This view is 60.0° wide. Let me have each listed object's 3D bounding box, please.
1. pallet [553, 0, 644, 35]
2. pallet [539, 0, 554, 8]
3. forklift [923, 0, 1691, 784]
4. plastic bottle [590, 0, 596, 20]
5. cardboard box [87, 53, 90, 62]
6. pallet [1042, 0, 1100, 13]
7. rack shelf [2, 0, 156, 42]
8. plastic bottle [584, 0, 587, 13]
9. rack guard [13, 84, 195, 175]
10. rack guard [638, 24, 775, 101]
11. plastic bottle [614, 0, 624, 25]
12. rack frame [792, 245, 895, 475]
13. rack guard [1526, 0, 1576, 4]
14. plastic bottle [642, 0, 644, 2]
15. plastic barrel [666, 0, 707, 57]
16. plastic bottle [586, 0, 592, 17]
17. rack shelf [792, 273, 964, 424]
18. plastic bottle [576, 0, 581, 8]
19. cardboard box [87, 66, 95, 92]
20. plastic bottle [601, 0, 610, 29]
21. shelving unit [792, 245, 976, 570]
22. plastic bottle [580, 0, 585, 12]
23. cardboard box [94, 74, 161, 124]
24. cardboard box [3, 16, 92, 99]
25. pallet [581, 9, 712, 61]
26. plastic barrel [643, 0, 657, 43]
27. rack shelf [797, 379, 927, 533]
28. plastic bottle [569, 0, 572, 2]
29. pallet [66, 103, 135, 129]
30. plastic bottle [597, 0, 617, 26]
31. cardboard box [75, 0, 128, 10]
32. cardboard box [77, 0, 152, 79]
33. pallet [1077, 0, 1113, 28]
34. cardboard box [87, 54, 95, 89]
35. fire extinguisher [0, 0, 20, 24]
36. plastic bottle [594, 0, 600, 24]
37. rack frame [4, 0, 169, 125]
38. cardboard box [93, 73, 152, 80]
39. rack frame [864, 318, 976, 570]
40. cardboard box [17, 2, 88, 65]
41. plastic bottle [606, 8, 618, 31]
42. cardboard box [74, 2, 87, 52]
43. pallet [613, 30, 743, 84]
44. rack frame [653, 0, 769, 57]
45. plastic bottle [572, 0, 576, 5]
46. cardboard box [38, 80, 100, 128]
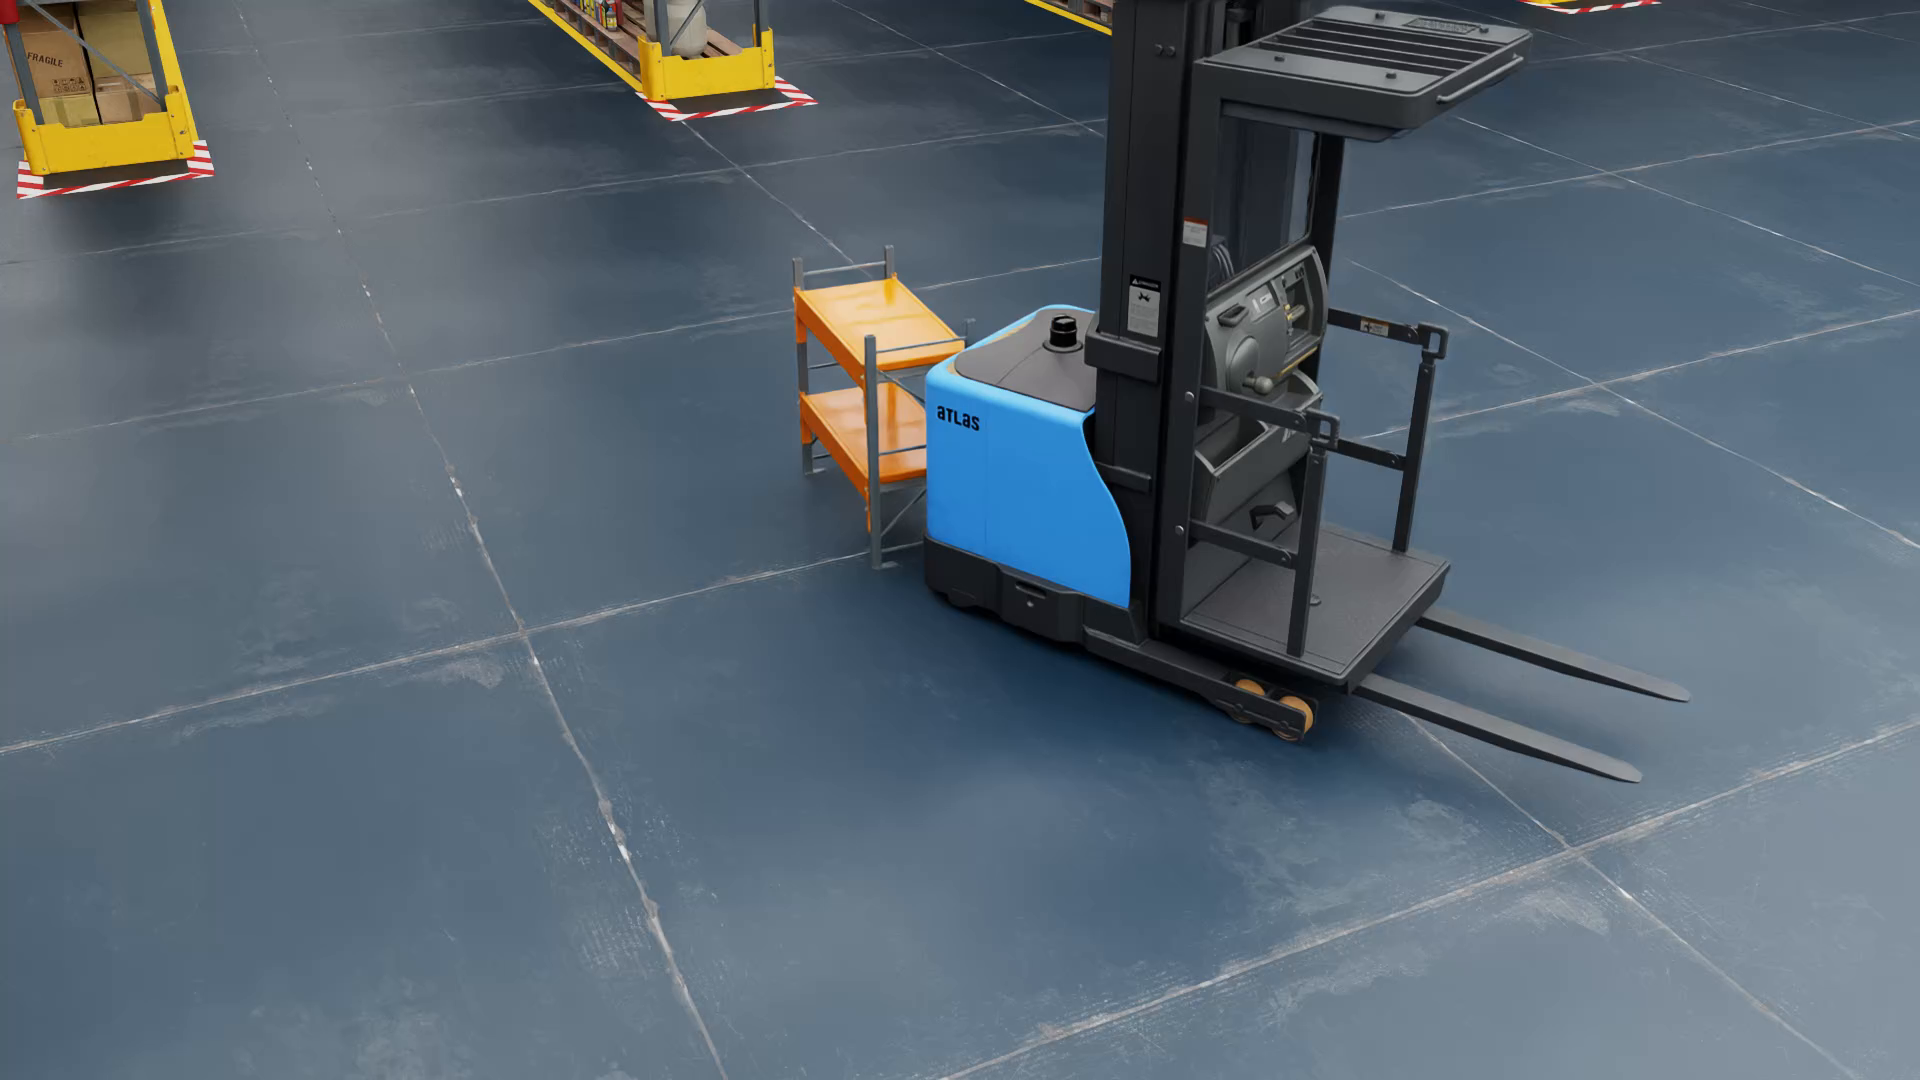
[{"bbox_3d":[-3.647,-5.584,17.492,1.003,0.211,1.213,-13,32,-22],"label":"pallet"},{"bbox_3d":[-4.270,-6.228,18.641,1.003,0.211,1.213,-13,32,-22],"label":"pallet"},{"bbox_3d":[1.333,-0.805,6.190,3.031,2.935,1.130,20,35,31],"label":"forklift"},{"bbox_3d":[-3.583,-5.345,16.474,0.144,0.351,0.185,-12,31,-20],"label":"plastic bottle"},{"bbox_3d":[-7.808,-4.119,14.411,0.500,0.250,0.500,-13,32,-22],"label":"cardboard box"},{"bbox_3d":[1.424,-6.101,18.414,1.003,0.211,1.213,-13,32,-22],"label":"pallet"},{"bbox_3d":[-7.514,-4.870,14.104,1.077,0.370,4.000,-13,32,-22],"label":"rack shelf"},{"bbox_3d":[-3.745,-5.420,16.760,0.097,0.201,0.097,0,29,0],"label":"plastic bottle"},{"bbox_3d":[-6.645,-3.200,12.945,1.175,0.500,0.348,-13,32,-22],"label":"rack guard"},{"bbox_3d":[-2.256,-4.272,14.858,1.175,0.500,0.348,-13,32,-22],"label":"rack guard"},{"bbox_3d":[-3.352,-5.205,16.293,0.061,0.283,0.133,-13,32,-22],"label":"plastic bottle"},{"bbox_3d":[-0.552,-0.869,8.150,0.500,1.125,0.032,-11,31,-19],"label":"rack frame"},{"bbox_3d":[6.826,-6.275,18.429,1.175,0.500,0.348,-13,32,-22],"label":"rack guard"},{"bbox_3d":[-3.221,-5.629,17.048,0.061,0.283,0.133,-13,32,-22],"label":"plastic bottle"},{"bbox_3d":[-2.532,-4.712,15.200,0.421,0.512,0.421,0,29,0],"label":"plastic barrel"},{"bbox_3d":[-3.662,-5.427,16.621,0.144,0.351,0.185,-13,32,-22],"label":"plastic bottle"},{"bbox_3d":[-0.359,-0.895,7.597,0.538,0.278,1.000,-11,31,-19],"label":"rack shelf"},{"bbox_3d":[-3.845,-5.615,16.955,0.144,0.351,0.185,-15,32,-24],"label":"plastic bottle"},{"bbox_3d":[-7.378,-3.677,13.623,0.500,0.250,0.500,-13,32,-22],"label":"cardboard box"},{"bbox_3d":[-3.432,-5.113,16.129,0.061,0.283,0.133,-12,32,-21],"label":"plastic bottle"},{"bbox_3d":[-0.359,-0.639,7.740,0.538,1.125,1.048,-11,31,-19],"label":"shelving unit"},{"bbox_3d":[-3.812,-5.504,16.826,0.061,0.283,0.133,-12,31,-20],"label":"plastic bottle"},{"bbox_3d":[-6.685,-3.568,13.428,0.500,0.250,0.500,-13,32,-22],"label":"cardboard box"},{"bbox_3d":[-7.155,-3.786,13.050,0.500,0.500,0.500,-13,32,-22],"label":"cardboard box"},{"bbox_3d":[-3.119,-5.044,16.530,1.003,0.211,1.213,-13,32,-22],"label":"pallet"},{"bbox_3d":[-2.747,-4.933,15.595,0.421,0.512,0.421,0,29,0],"label":"plastic barrel"},{"bbox_3d":[-0.359,-0.426,7.860,0.538,0.278,1.000,-11,31,-19],"label":"rack shelf"},{"bbox_3d":[-3.993,-5.740,17.254,0.152,0.276,0.135,-12,31,-20],"label":"plastic bottle"},{"bbox_3d":[-7.022,-3.413,13.621,1.003,0.211,1.213,-13,32,-22],"label":"pallet"},{"bbox_3d":[-3.448,-5.179,16.254,0.152,0.276,0.135,-13,32,-22],"label":"plastic bottle"},{"bbox_3d":[-7.128,-4.334,14.027,0.500,0.500,0.500,-13,32,-22],"label":"cardboard box"},{"bbox_3d":[-6.901,-4.115,13.638,0.500,0.500,0.500,-13,32,-22],"label":"cardboard box"},{"bbox_3d":[1.943,-5.562,17.454,1.003,0.211,1.213,-13,32,-22],"label":"pallet"},{"bbox_3d":[-7.595,-3.898,14.016,0.500,0.250,0.500,-13,32,-22],"label":"cardboard box"},{"bbox_3d":[-7.025,-4.117,12.104,0.296,0.674,0.183,-13,32,-22],"label":"fire extinguisher"},{"bbox_3d":[-3.508,-5.240,16.363,0.152,0.276,0.135,-14,32,-23],"label":"plastic bottle"},{"bbox_3d":[-6.656,-4.300,12.352,1.000,3.000,0.127,-13,32,-22],"label":"rack frame"},{"bbox_3d":[-6.903,-3.788,13.820,0.500,0.250,0.500,-13,32,-22],"label":"cardboard box"},{"bbox_3d":[-0.167,-0.409,7.330,0.500,1.125,0.032,-11,31,-19],"label":"rack frame"},{"bbox_3d":[-7.597,-4.224,13.832,0.500,0.500,0.500,-13,32,-22],"label":"cardboard box"},{"bbox_3d":[-3.365,-5.029,16.064,0.097,0.201,0.097,0,29,0],"label":"plastic bottle"},{"bbox_3d":[-7.811,-4.446,14.226,0.500,0.500,0.500,-13,32,-22],"label":"cardboard box"},{"bbox_3d":[-2.600,-4.506,15.570,1.003,0.211,1.213,-13,32,-22],"label":"pallet"},{"bbox_3d":[-2.181,-5.339,14.204,1.000,3.000,0.127,-13,32,-22],"label":"rack frame"},{"bbox_3d":[-3.926,-5.699,17.104,0.144,0.351,0.185,-12,32,-21],"label":"plastic bottle"},{"bbox_3d":[-7.153,-3.459,13.234,0.500,0.250,0.500,-13,32,-22],"label":"cardboard box"}]
